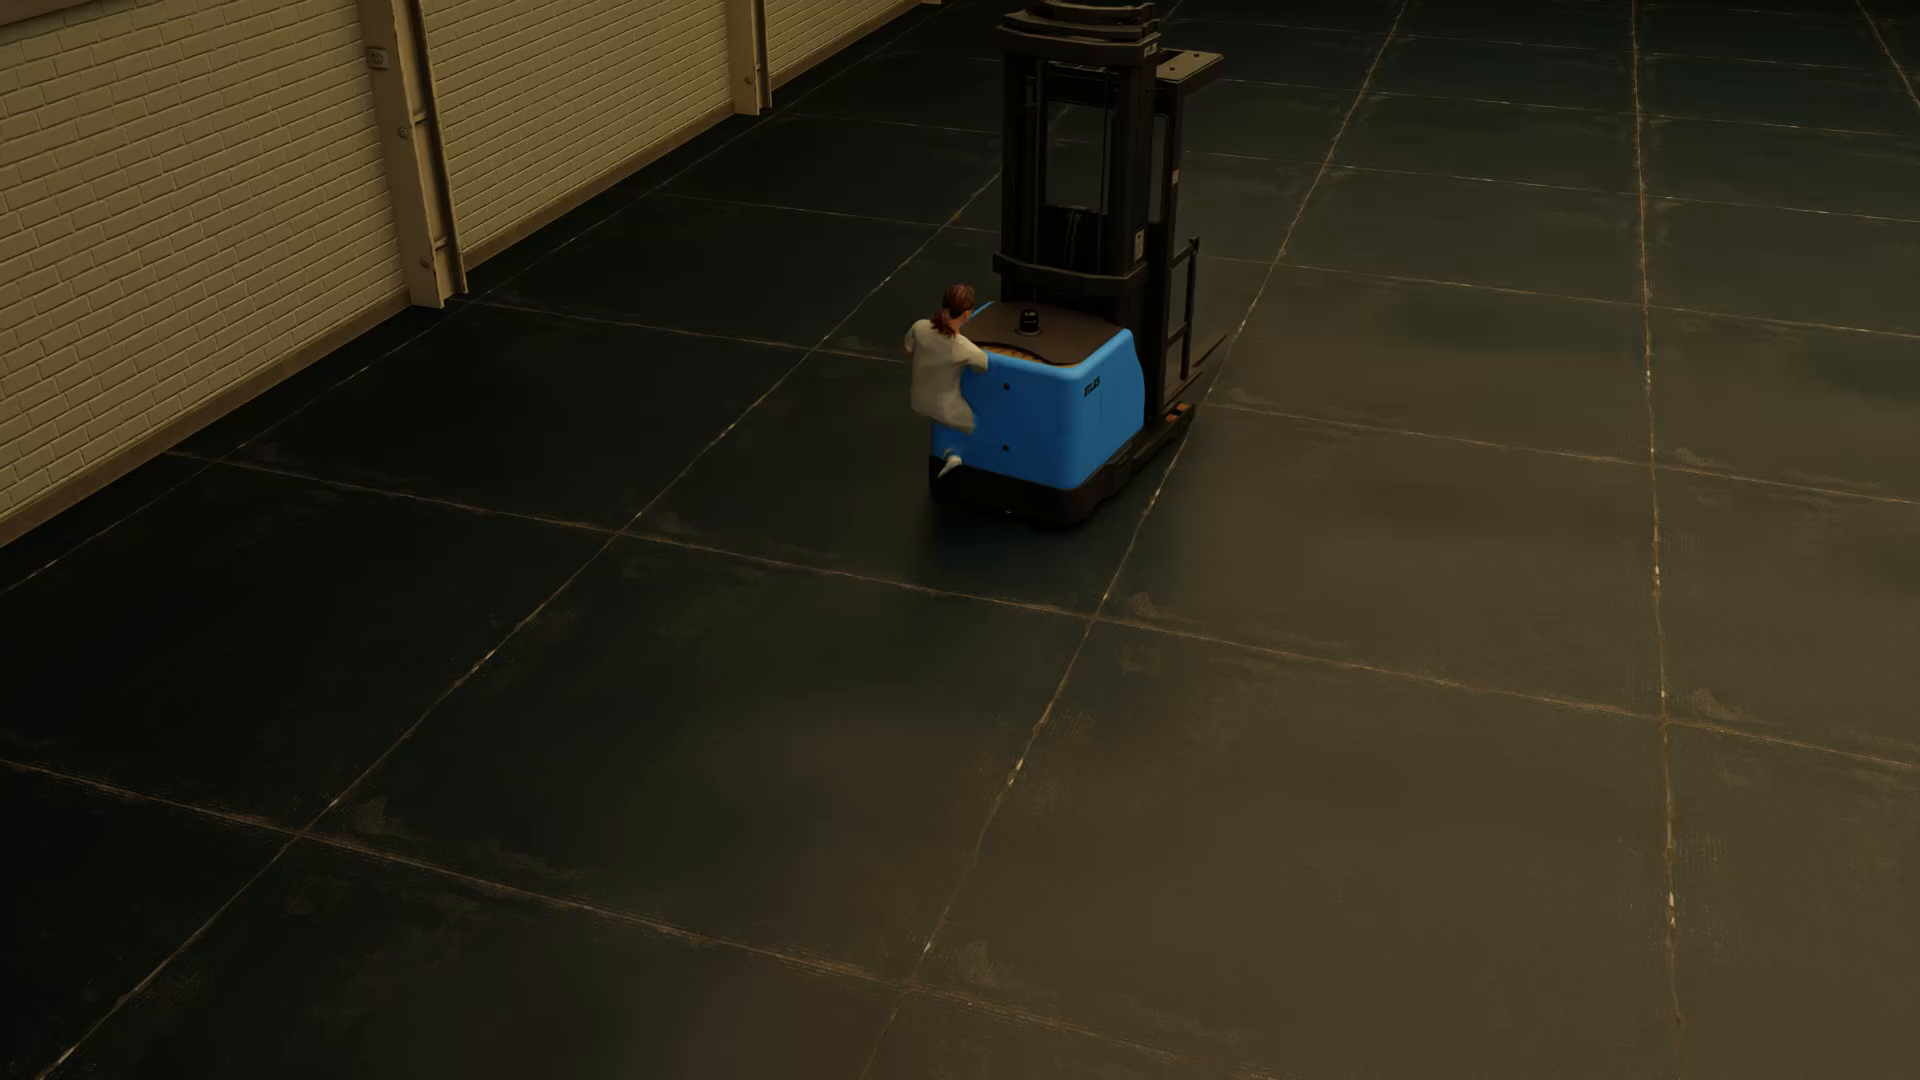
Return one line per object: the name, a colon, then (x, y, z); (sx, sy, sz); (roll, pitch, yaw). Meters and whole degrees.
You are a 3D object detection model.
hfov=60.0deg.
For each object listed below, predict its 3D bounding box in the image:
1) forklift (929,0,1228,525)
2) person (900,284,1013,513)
forklift: (0.962, -2.062, 10.754); (1.130, 2.935, 3.031); (15, 33, 25)
person: (0.050, -0.914, 10.191); (0.772, 1.496, 0.727); (17, 34, 27)
